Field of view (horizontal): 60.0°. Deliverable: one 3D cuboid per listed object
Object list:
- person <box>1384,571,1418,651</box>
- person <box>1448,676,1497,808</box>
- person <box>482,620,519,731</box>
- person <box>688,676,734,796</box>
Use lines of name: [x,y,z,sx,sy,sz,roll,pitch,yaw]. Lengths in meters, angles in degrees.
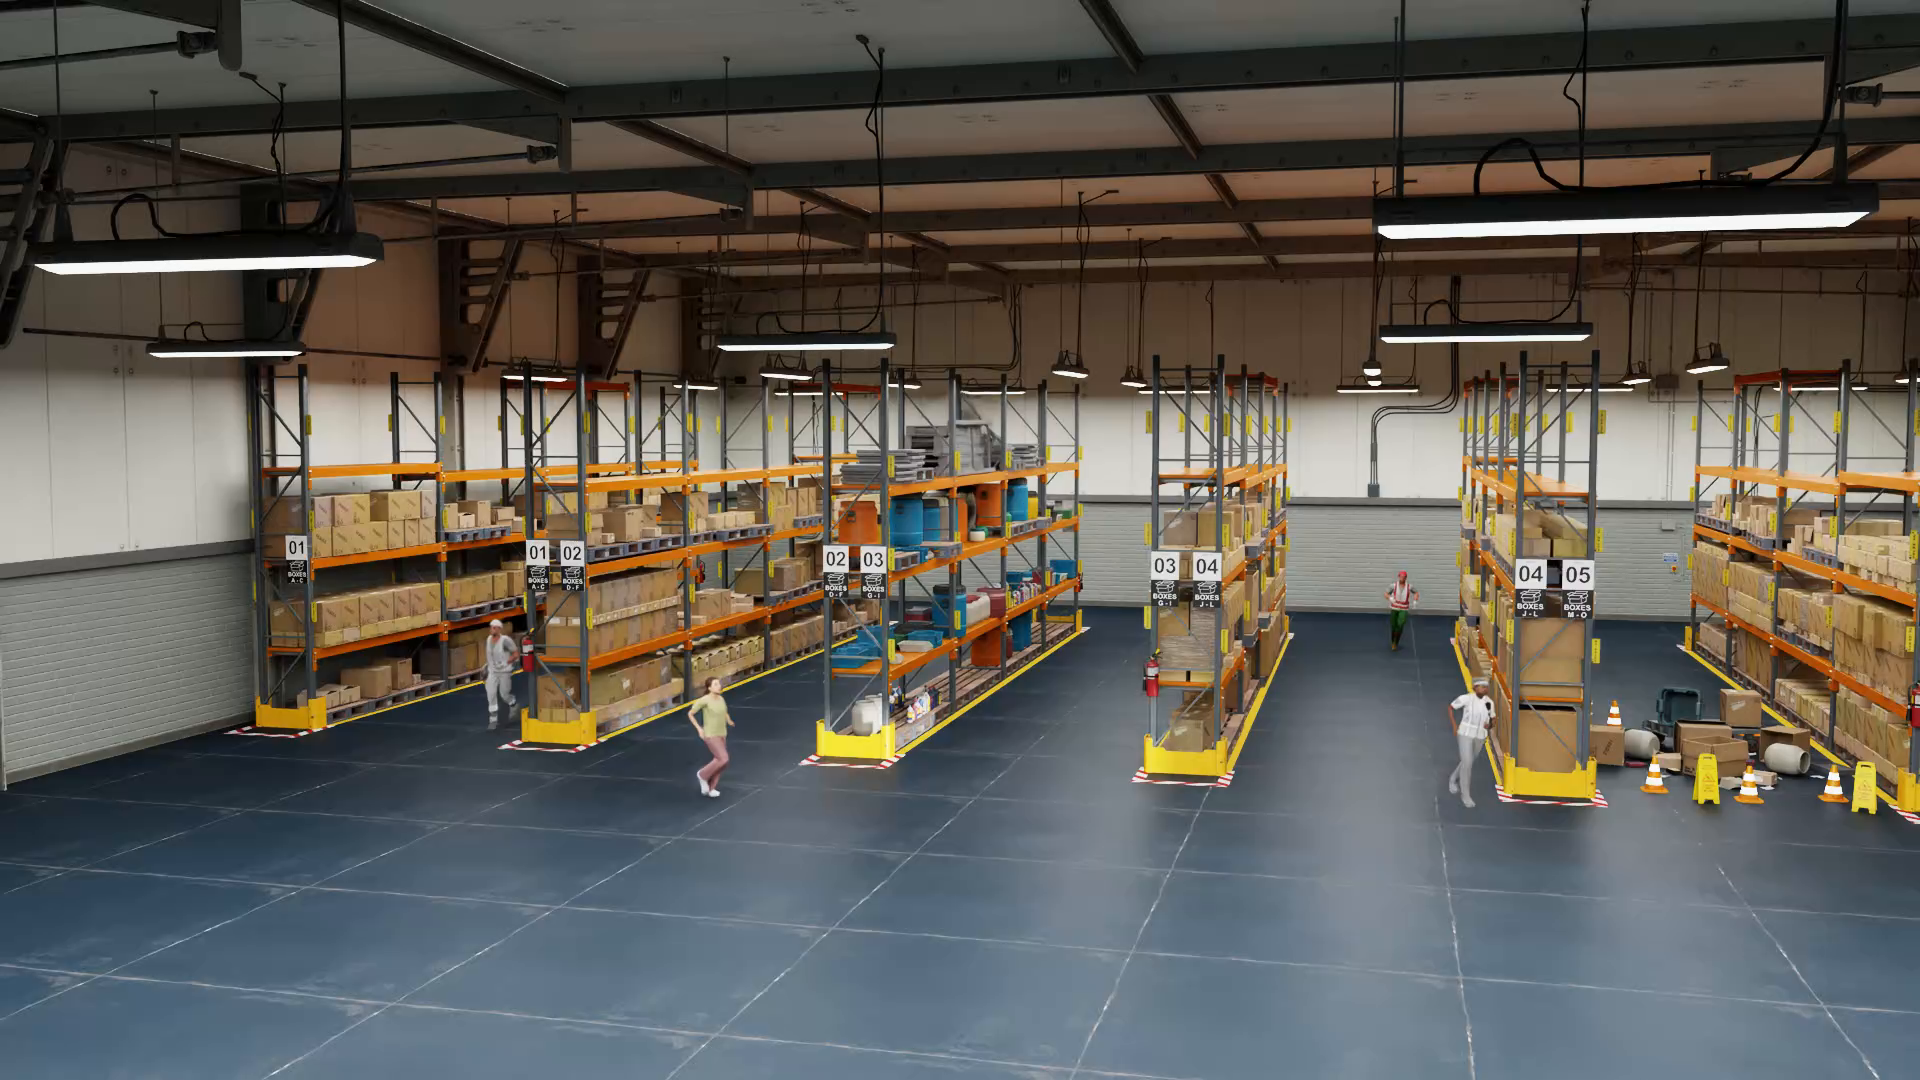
person: [9.798,1.575,37.033,0.698,1.804,0.734,2,4,22]
person: [6.848,2.637,22.158,0.592,1.682,0.900,-1,4,-10]
person: [-7.583,2.210,27.596,0.652,1.814,0.861,1,4,16]
person: [-3.270,2.641,22.324,0.543,1.626,0.565,3,5,34]
